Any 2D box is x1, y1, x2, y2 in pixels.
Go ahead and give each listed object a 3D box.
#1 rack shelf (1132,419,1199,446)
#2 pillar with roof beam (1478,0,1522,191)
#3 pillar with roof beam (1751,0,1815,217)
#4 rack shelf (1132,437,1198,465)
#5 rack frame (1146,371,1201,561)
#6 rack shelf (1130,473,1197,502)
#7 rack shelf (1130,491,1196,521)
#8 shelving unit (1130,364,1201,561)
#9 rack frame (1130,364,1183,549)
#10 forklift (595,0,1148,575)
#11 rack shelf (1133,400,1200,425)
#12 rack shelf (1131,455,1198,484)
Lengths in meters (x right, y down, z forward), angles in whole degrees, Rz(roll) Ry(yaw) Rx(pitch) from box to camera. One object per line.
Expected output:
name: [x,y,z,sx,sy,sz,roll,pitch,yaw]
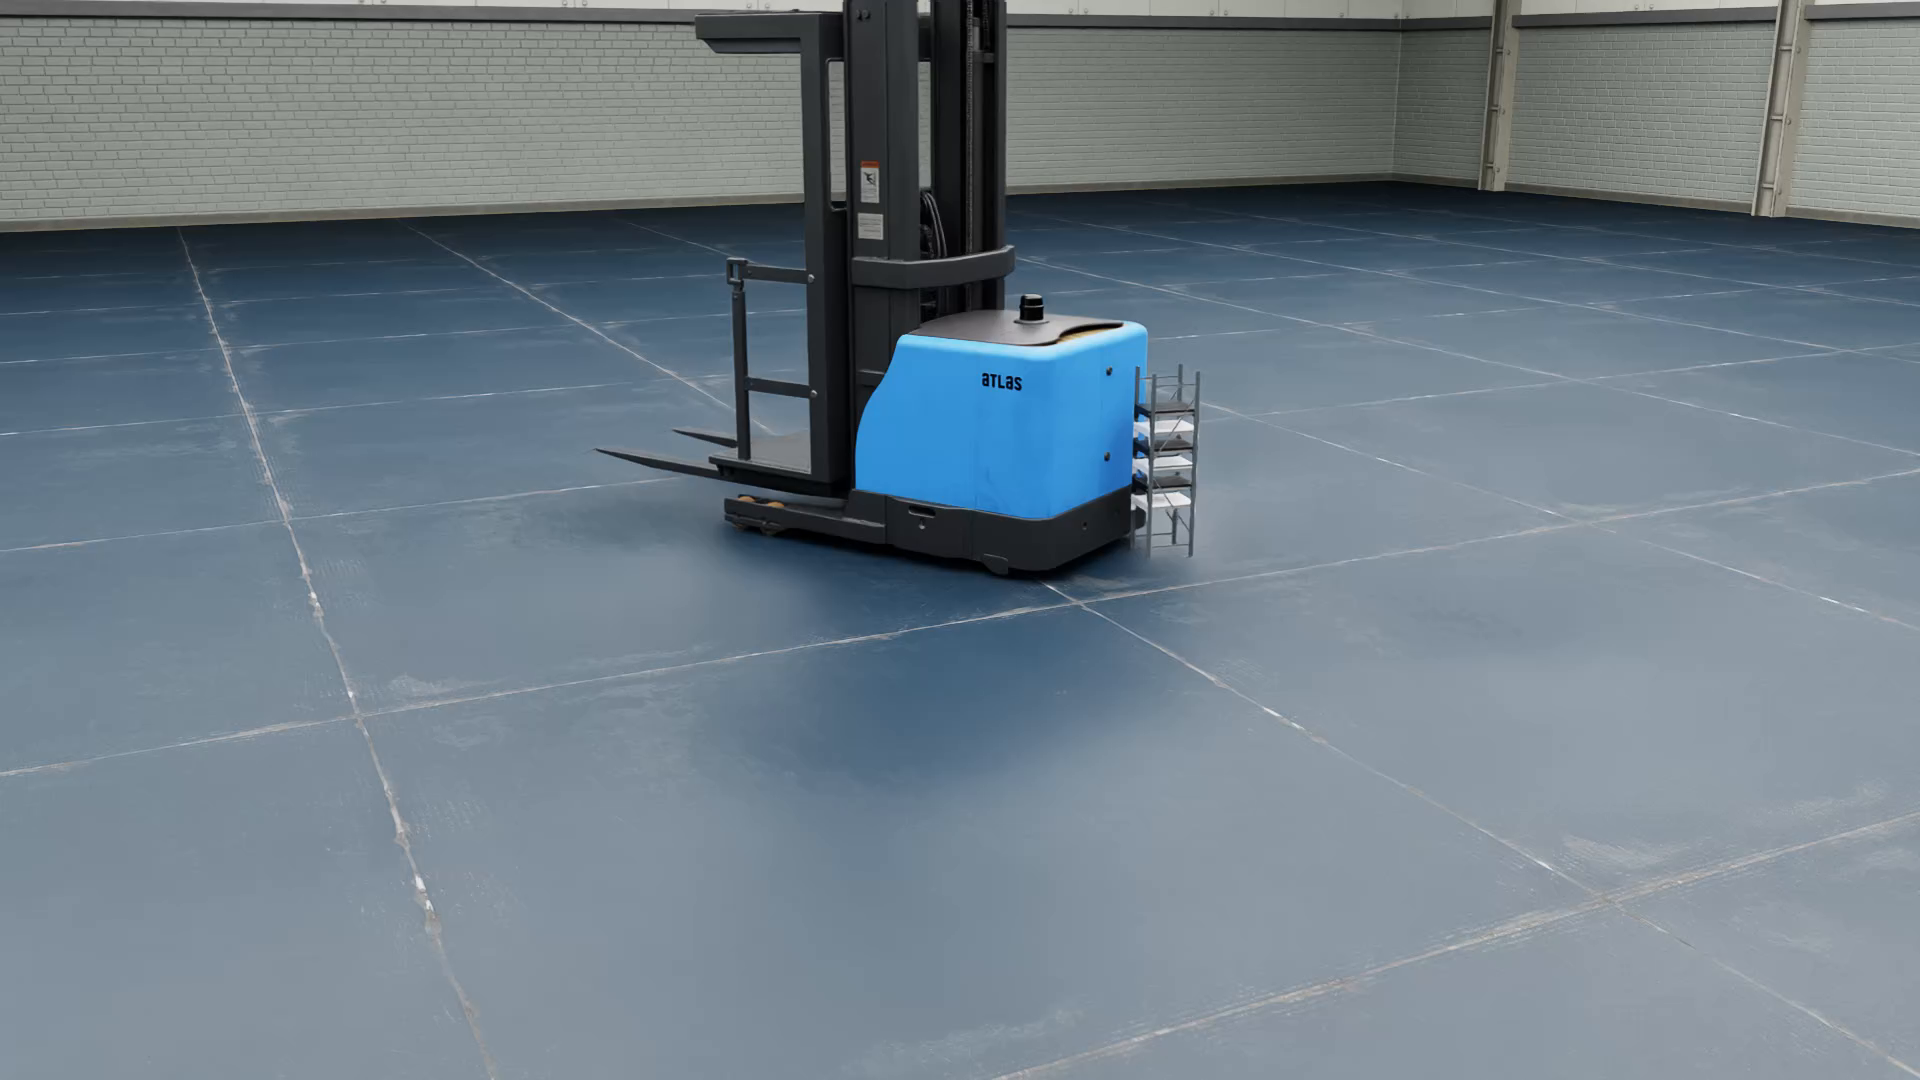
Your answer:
rack shelf: [0.972,-0.510,7.863,0.258,0.077,0.200,-5,17,-16]
pillar with roof beam: [6.012,-10.309,27.861,9.100,9.000,0.400,-8,18,-25]
pillar with roof beam: [8.640,-8.821,22.676,9.100,9.000,0.400,-8,18,-25]
rack shelf: [0.972,-0.424,7.888,0.258,0.077,0.200,-5,17,-16]
rack frame: [1.000,-0.342,7.810,0.240,0.900,0.006,-5,17,-16]
rack shelf: [0.972,-0.251,7.939,0.258,0.077,0.200,-5,17,-16]
rack shelf: [0.971,-0.164,7.964,0.258,0.077,0.200,-5,17,-16]
shelving unit: [0.972,-0.369,7.904,0.258,0.900,0.210,-5,17,-16]
rack frame: [0.943,-0.397,7.998,0.240,0.900,0.006,-5,17,-16]
forklift: [-0.586,-1.542,8.310,3.031,2.935,1.130,11,19,33]
rack shelf: [0.972,-0.596,7.838,0.258,0.077,0.200,-5,17,-16]
rack shelf: [0.972,-0.337,7.913,0.258,0.077,0.200,-5,17,-16]
